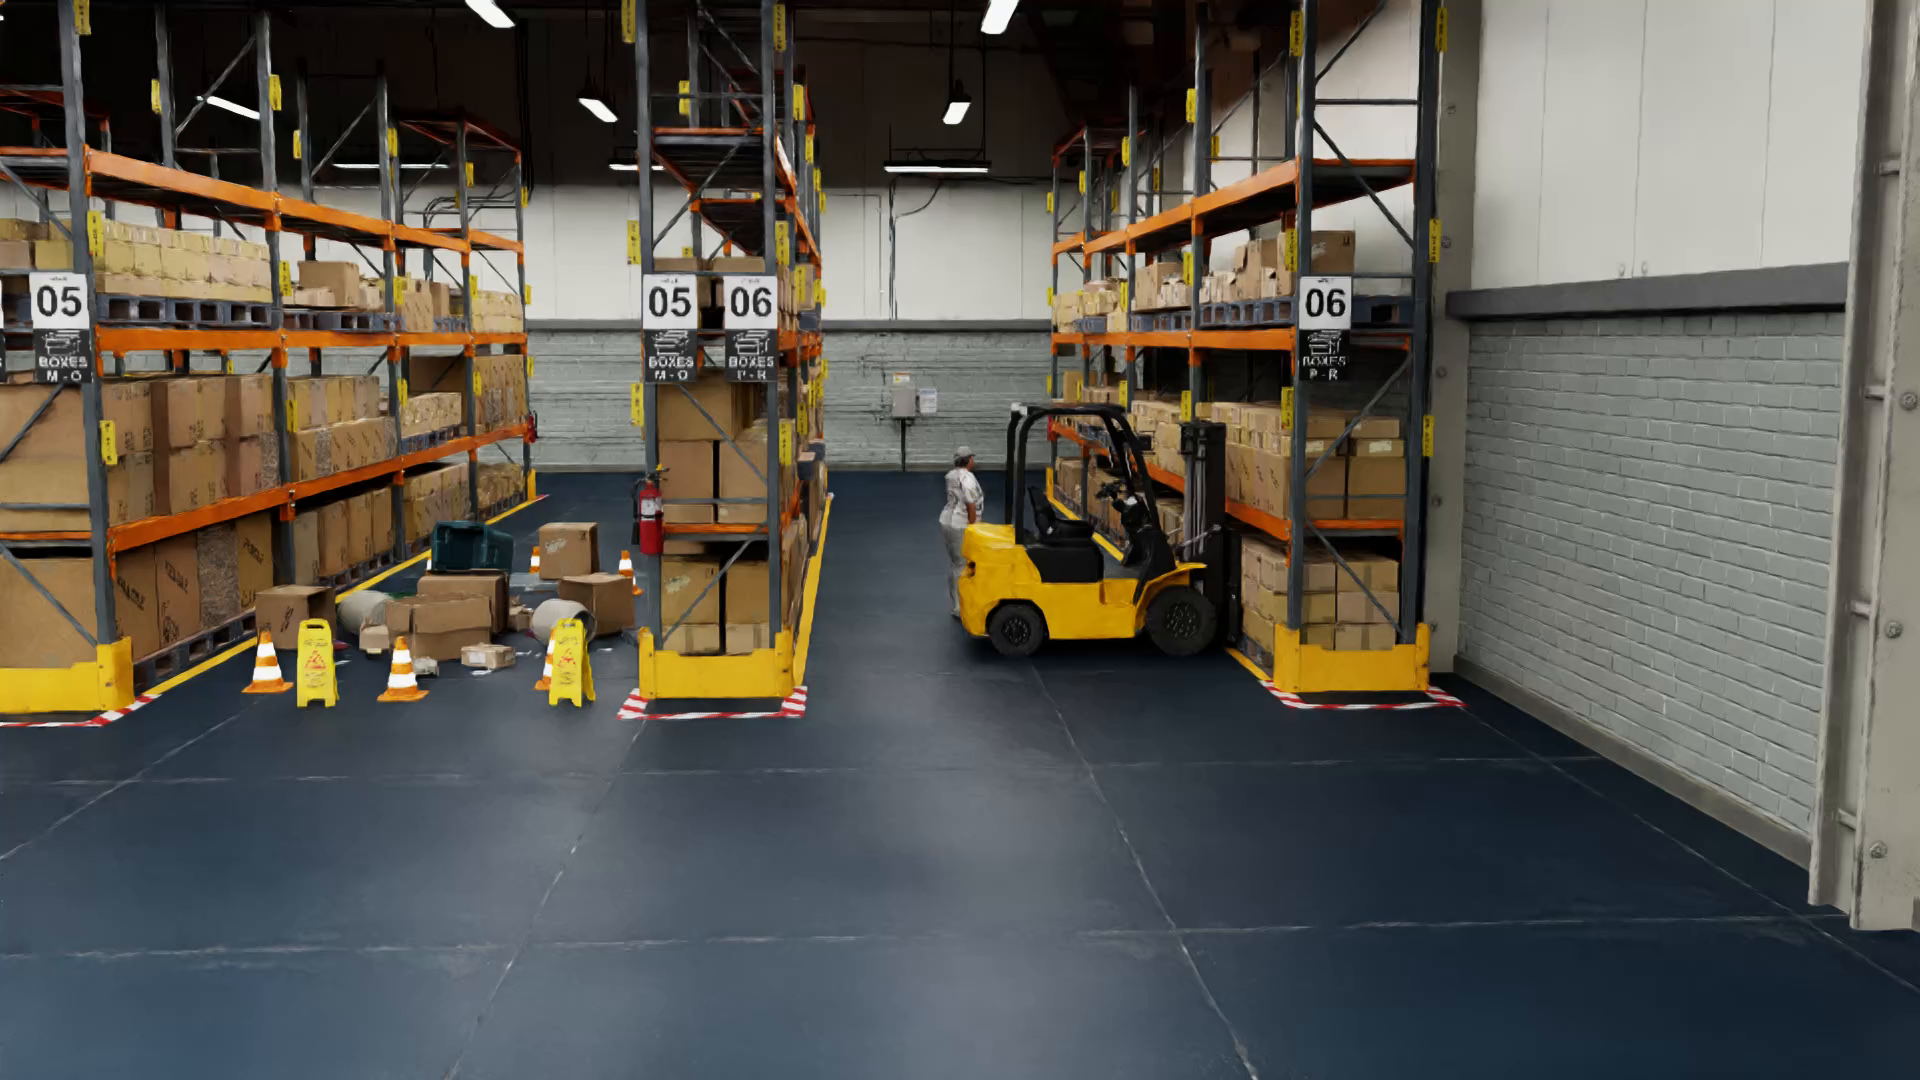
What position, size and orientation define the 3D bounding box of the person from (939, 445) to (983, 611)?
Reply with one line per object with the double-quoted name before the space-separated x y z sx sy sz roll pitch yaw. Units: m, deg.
"person" 0.025 -0.128 16.300 0.374 1.598 0.534 -3 8 -26
